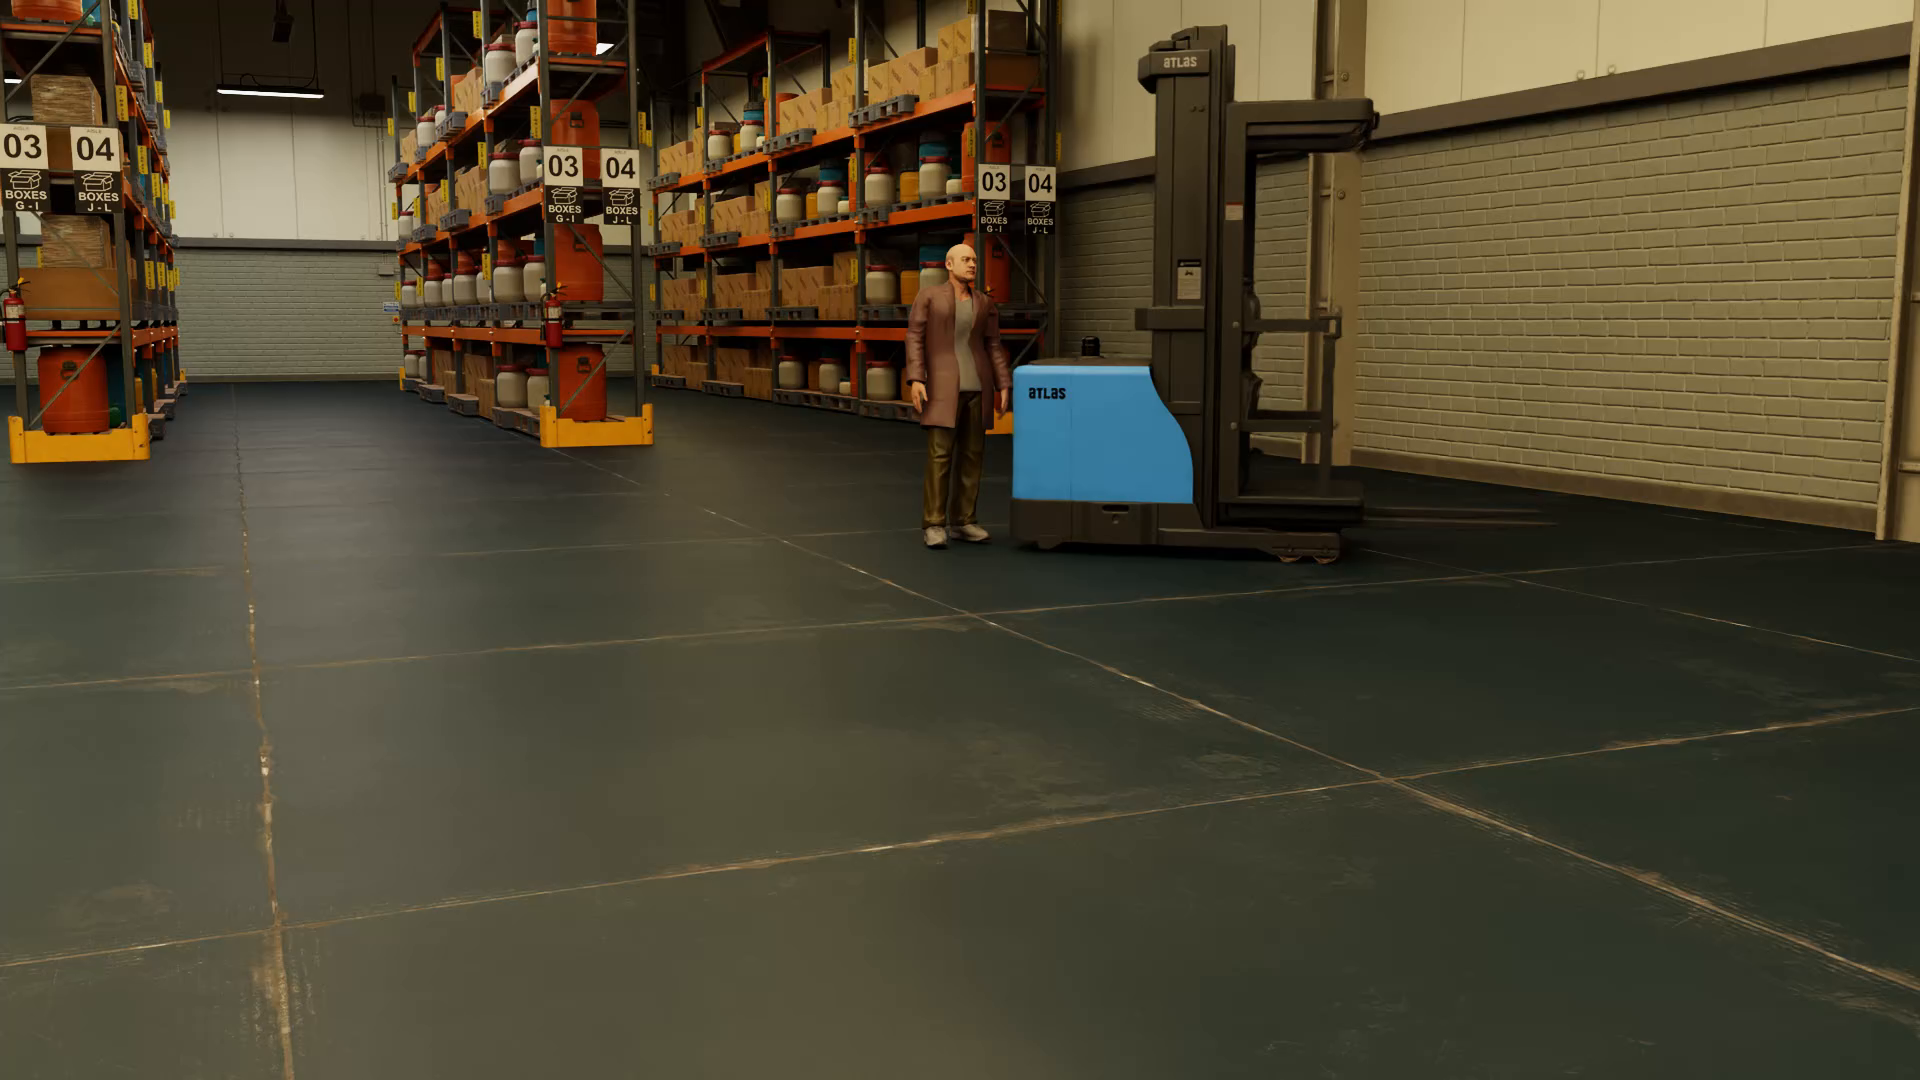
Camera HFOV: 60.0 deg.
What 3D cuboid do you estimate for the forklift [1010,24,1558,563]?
[{"bbox_3d":[1.861,-1.401,9.565,3.031,2.935,1.130,2,8,13],"label":"forklift"}]

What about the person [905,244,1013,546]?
[{"bbox_3d":[0.032,-0.877,9.952,0.696,1.775,0.582,-3,8,-23],"label":"person"}]
